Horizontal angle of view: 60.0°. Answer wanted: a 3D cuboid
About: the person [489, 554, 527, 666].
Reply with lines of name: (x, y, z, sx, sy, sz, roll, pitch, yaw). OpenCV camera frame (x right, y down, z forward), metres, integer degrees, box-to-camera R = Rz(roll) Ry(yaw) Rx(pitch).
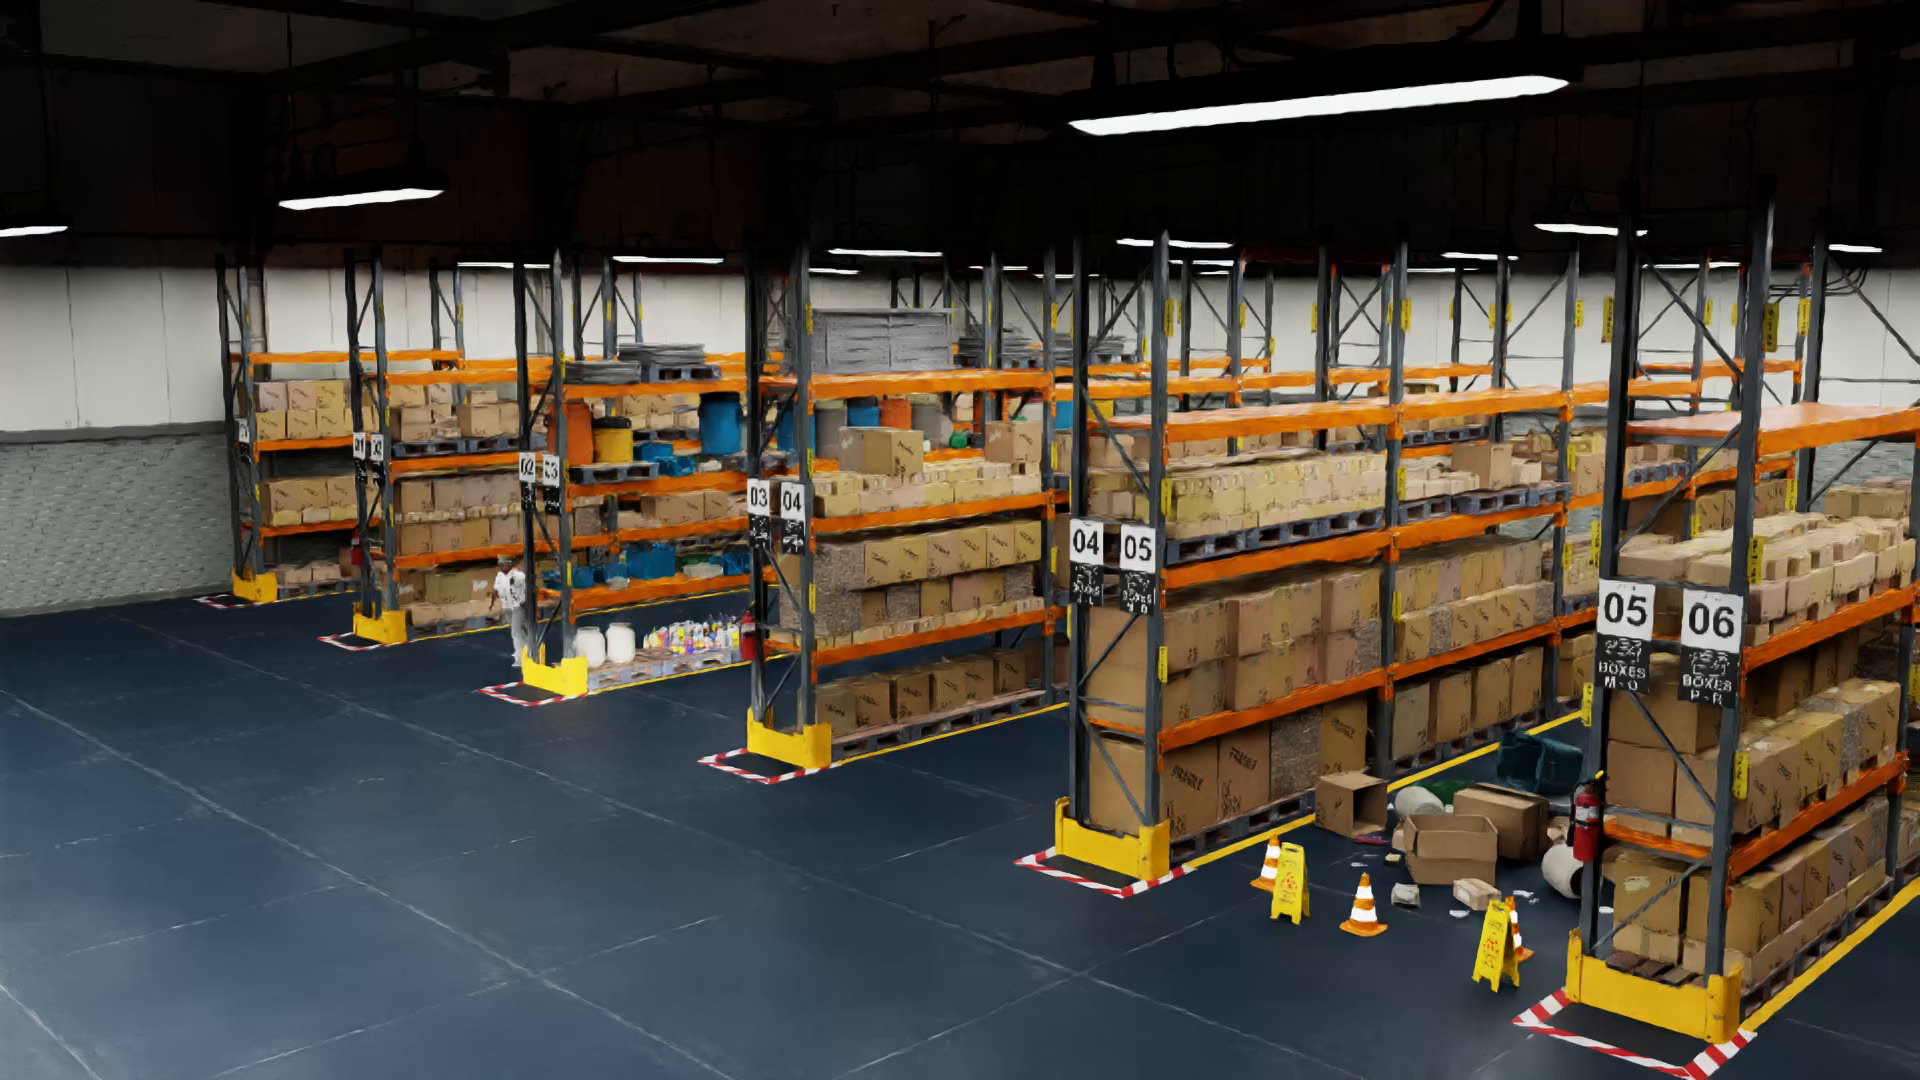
person: (-6.403, 0.970, 24.006, 0.621, 1.606, 0.827, 4, 9, 27)

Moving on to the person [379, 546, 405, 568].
person: (-9.605, 0.321, 28.610, 0.644, 1.595, 0.809, 4, 9, 26)
